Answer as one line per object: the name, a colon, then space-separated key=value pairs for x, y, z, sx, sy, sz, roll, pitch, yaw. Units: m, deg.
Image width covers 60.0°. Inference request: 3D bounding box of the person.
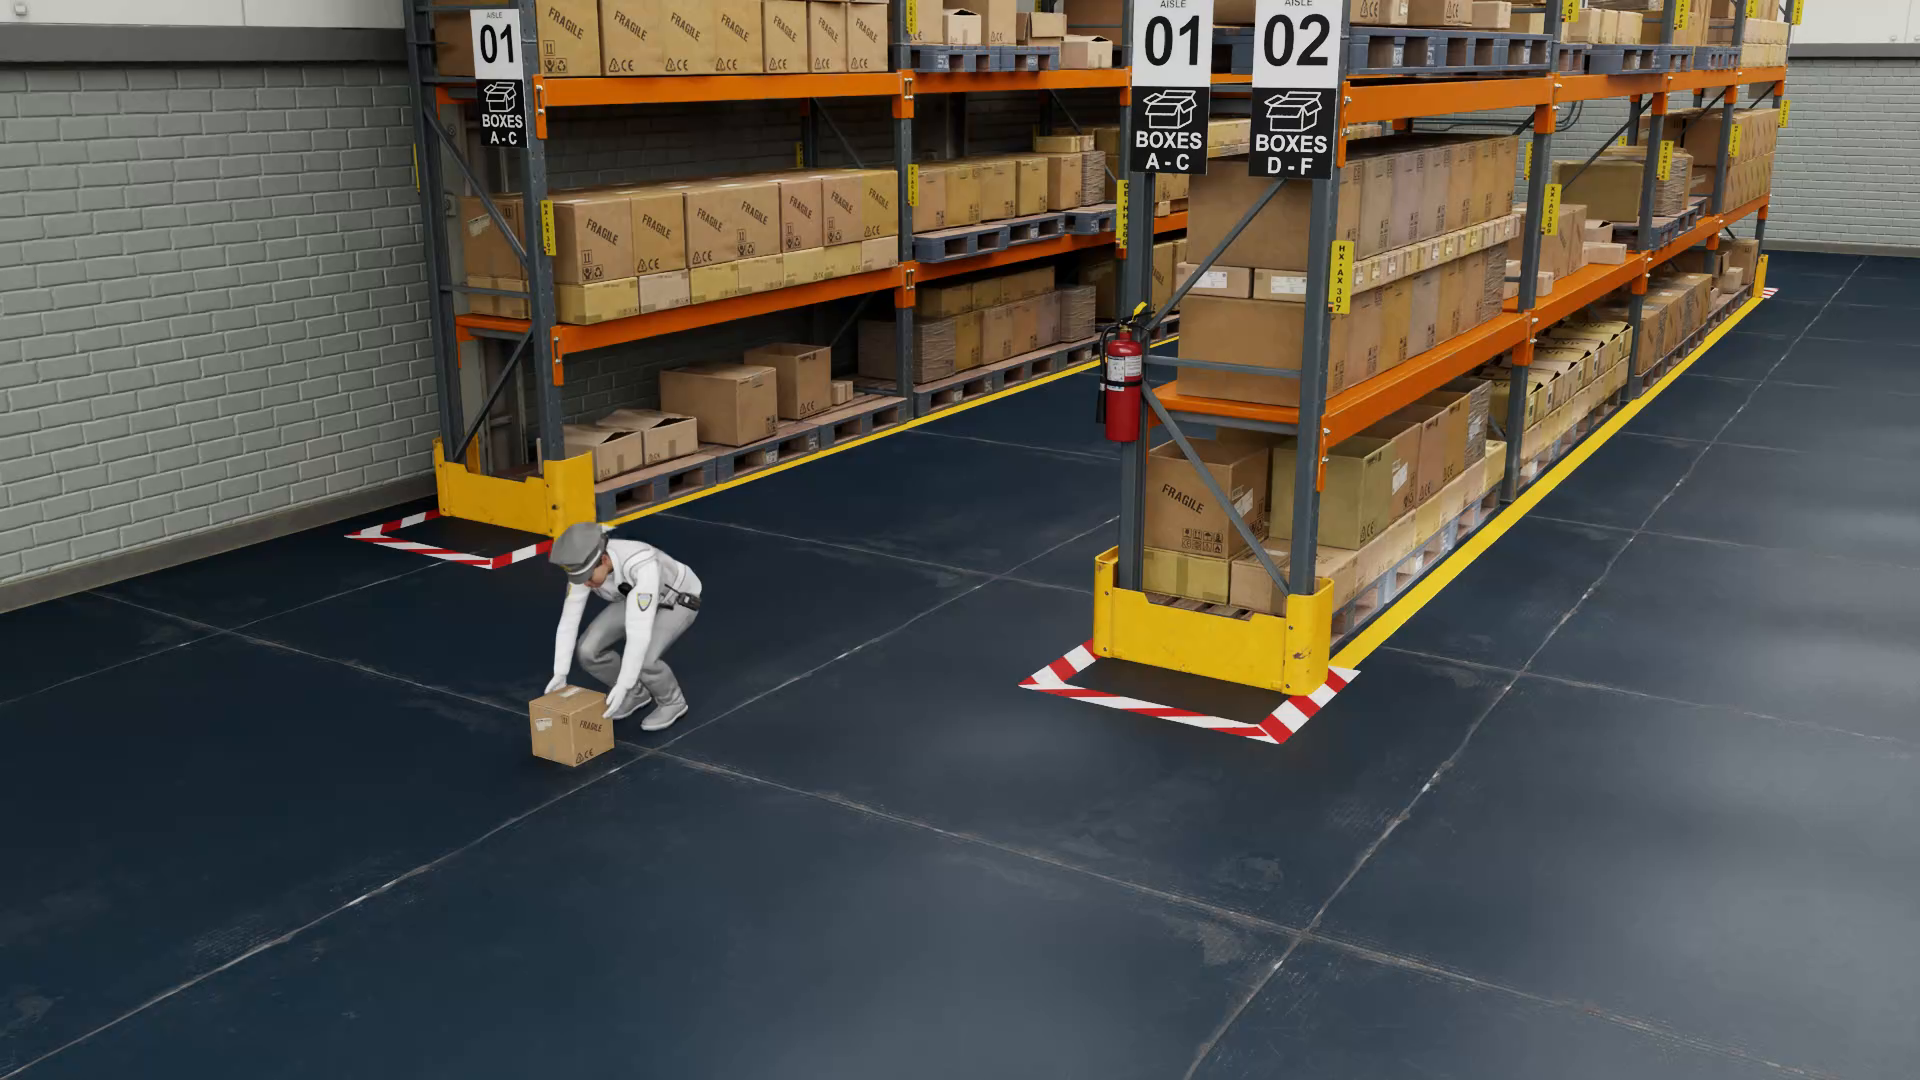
person: x=-1.486 y=0.360 z=7.445 sx=0.501 sy=1.028 sz=0.837 roll=10 pitch=19 yaw=30
